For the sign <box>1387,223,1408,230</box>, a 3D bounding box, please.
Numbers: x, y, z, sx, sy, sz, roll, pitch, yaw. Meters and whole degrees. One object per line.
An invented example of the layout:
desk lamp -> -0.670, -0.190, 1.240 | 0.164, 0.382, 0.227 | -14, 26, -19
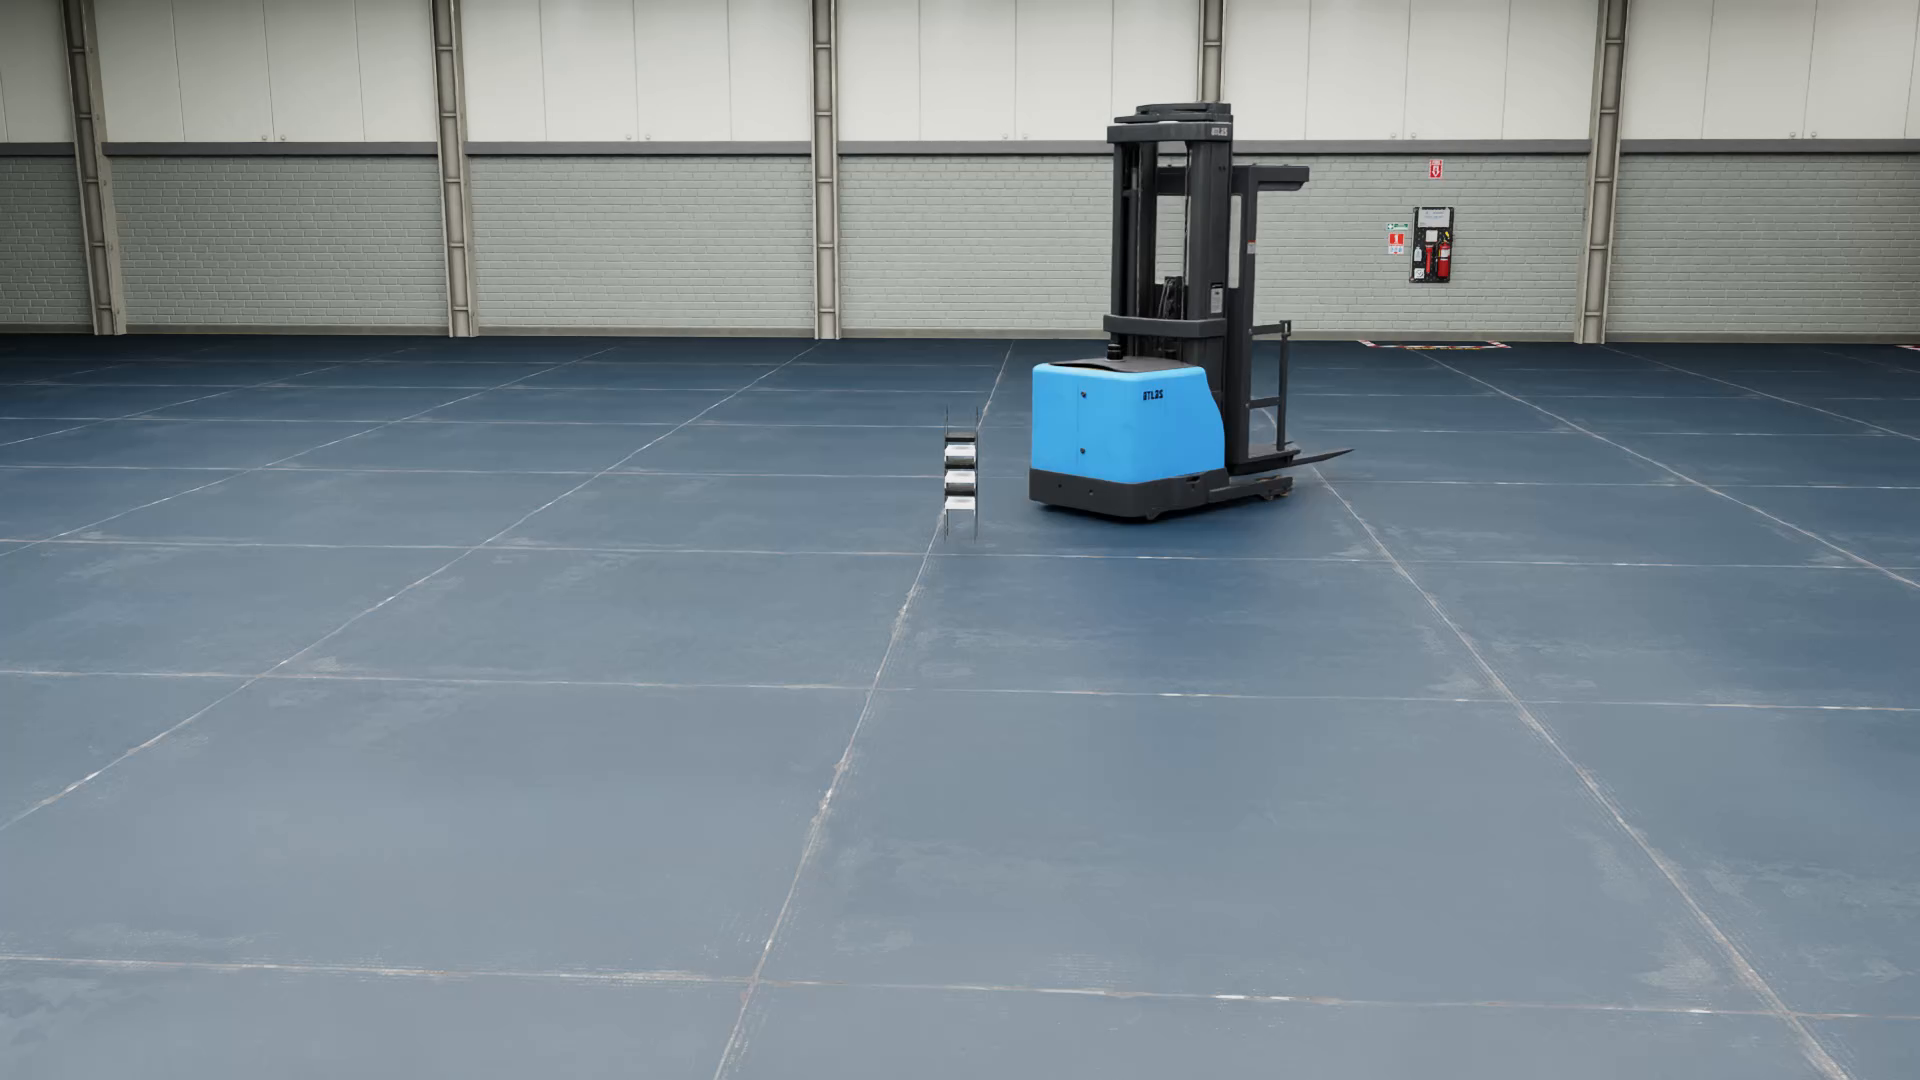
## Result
sign -> 6.844, -4.904, 26.005 | 0.331, 0.109, 0.001 | 1, 12, 4

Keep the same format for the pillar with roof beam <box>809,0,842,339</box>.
pillar with roof beam -> -2.413, -6.780, 21.702 | 0.400, 9.000, 9.100 | 1, 12, 4

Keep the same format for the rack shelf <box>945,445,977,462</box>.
rack shelf -> 0.008, -0.584, 11.145 | 0.200, 0.077, 0.258 | 1, 12, 4

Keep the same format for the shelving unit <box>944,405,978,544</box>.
shelving unit -> 0.008, -0.440, 11.175 | 0.210, 0.900, 0.258 | 1, 12, 4

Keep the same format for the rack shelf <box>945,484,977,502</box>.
rack shelf -> 0.008, -0.320, 11.201 | 0.200, 0.077, 0.258 | 1, 12, 4

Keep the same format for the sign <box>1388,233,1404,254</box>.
sign -> 6.840, -4.647, 26.068 | 0.234, 0.329, 0.001 | 1, 12, 4

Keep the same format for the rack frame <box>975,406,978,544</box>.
rack frame -> 0.110, -0.439, 11.169 | 0.006, 0.900, 0.240 | 1, 12, 4

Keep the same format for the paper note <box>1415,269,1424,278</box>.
paper note -> 7.212, -4.186, 26.104 | 0.142, 0.148, 0.016 | 1, 12, 4

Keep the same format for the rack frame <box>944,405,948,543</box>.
rack frame -> -0.093, -0.442, 11.182 | 0.006, 0.900, 0.240 | 1, 12, 4

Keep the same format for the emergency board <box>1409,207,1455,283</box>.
emergency board -> 7.384, -4.600, 25.935 | 0.643, 1.169, 0.194 | 1, 12, 4

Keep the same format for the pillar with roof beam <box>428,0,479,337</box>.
pillar with roof beam -> -8.400, -6.862, 22.094 | 0.400, 9.000, 9.100 | 1, 12, 4

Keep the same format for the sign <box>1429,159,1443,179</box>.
sign -> 7.383, -5.756, 25.795 | 0.199, 0.298, 0.001 | 1, 12, 4

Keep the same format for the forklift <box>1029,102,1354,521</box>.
forklift -> 1.933, -1.805, 12.738 | 3.031, 2.935, 1.130 | -11, 16, -42

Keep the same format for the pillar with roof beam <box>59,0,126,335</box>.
pillar with roof beam -> -14.386, -6.944, 22.487 | 0.400, 9.000, 9.100 | 1, 12, 4

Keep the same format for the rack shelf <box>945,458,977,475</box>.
rack shelf -> 0.008, -0.496, 11.164 | 0.200, 0.077, 0.258 | 1, 12, 4

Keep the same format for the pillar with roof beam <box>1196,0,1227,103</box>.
pillar with roof beam -> 3.573, -6.698, 21.310 | 0.400, 9.000, 9.100 | 1, 12, 4

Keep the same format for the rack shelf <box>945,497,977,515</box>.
rack shelf -> 0.008, -0.232, 11.219 | 0.200, 0.077, 0.258 | 1, 12, 4

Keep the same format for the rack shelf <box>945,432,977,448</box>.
rack shelf -> 0.008, -0.672, 11.127 | 0.200, 0.077, 0.258 | 1, 12, 4

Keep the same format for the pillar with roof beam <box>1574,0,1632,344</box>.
pillar with roof beam -> 9.560, -6.616, 20.917 | 0.400, 9.000, 9.100 | 1, 12, 4

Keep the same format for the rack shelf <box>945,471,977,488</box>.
rack shelf -> 0.008, -0.408, 11.182 | 0.200, 0.077, 0.258 | 1, 12, 4
